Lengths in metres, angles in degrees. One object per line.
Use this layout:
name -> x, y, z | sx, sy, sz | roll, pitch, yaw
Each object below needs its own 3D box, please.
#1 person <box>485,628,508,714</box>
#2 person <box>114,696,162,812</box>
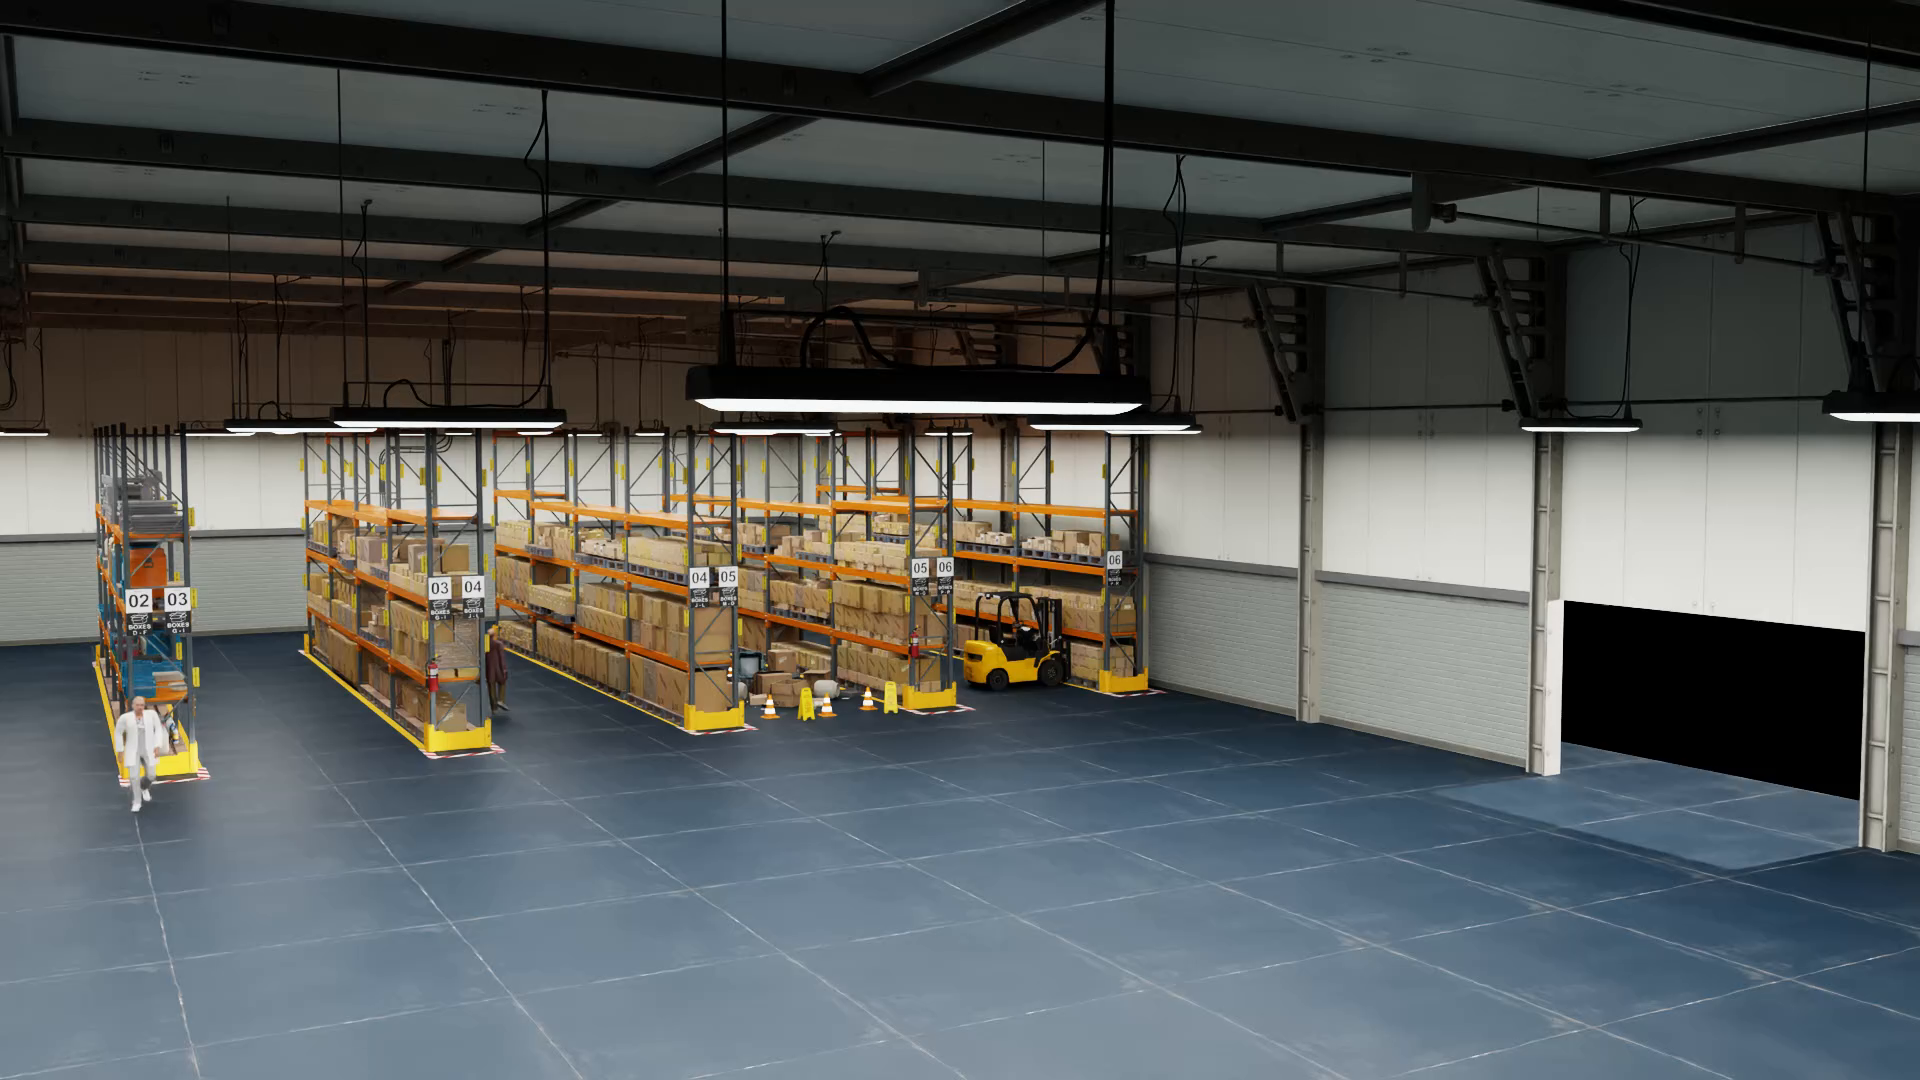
person -> -9.728, 2.723, 34.670 | 0.589, 1.764, 0.551 | -1, 4, -16
person -> -12.774, 3.287, 25.846 | 0.667, 1.763, 0.752 | -2, 4, -35
